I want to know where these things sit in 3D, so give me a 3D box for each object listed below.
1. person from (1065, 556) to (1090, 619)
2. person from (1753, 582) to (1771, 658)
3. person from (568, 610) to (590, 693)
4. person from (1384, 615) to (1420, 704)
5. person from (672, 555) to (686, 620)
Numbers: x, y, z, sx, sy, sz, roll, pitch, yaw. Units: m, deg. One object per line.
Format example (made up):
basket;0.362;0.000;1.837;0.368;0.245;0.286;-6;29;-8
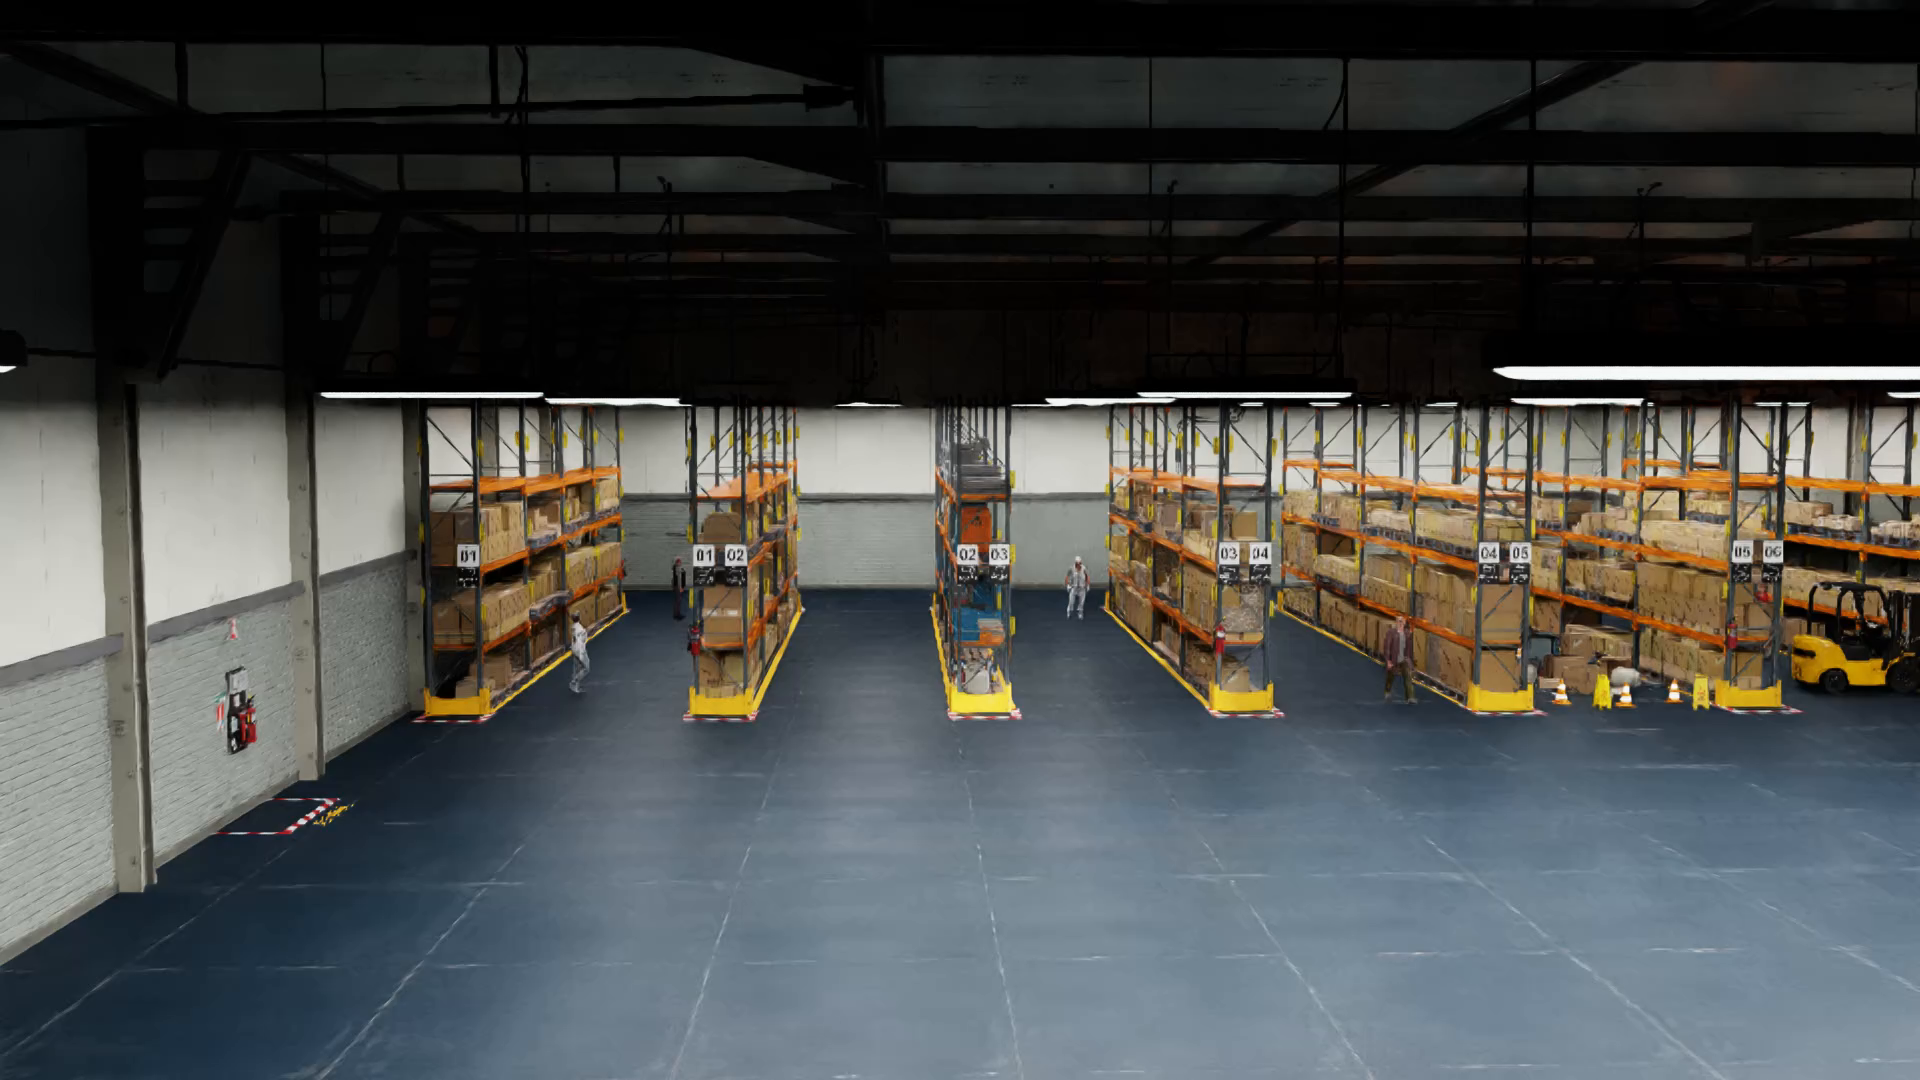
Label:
person;3.199;1.296;45.332;0.677;1.741;0.547;0;5;-4
person;18.476;1.825;38.411;0.582;1.721;0.637;2;5;21
person;-7.688;2.260;33.394;0.414;1.675;0.505;-3;5;-30
person;8.548;2.301;32.397;0.588;1.694;1.186;0;5;-4
person;-7.657;1.283;45.316;0.376;1.732;0.593;-1;5;-15
